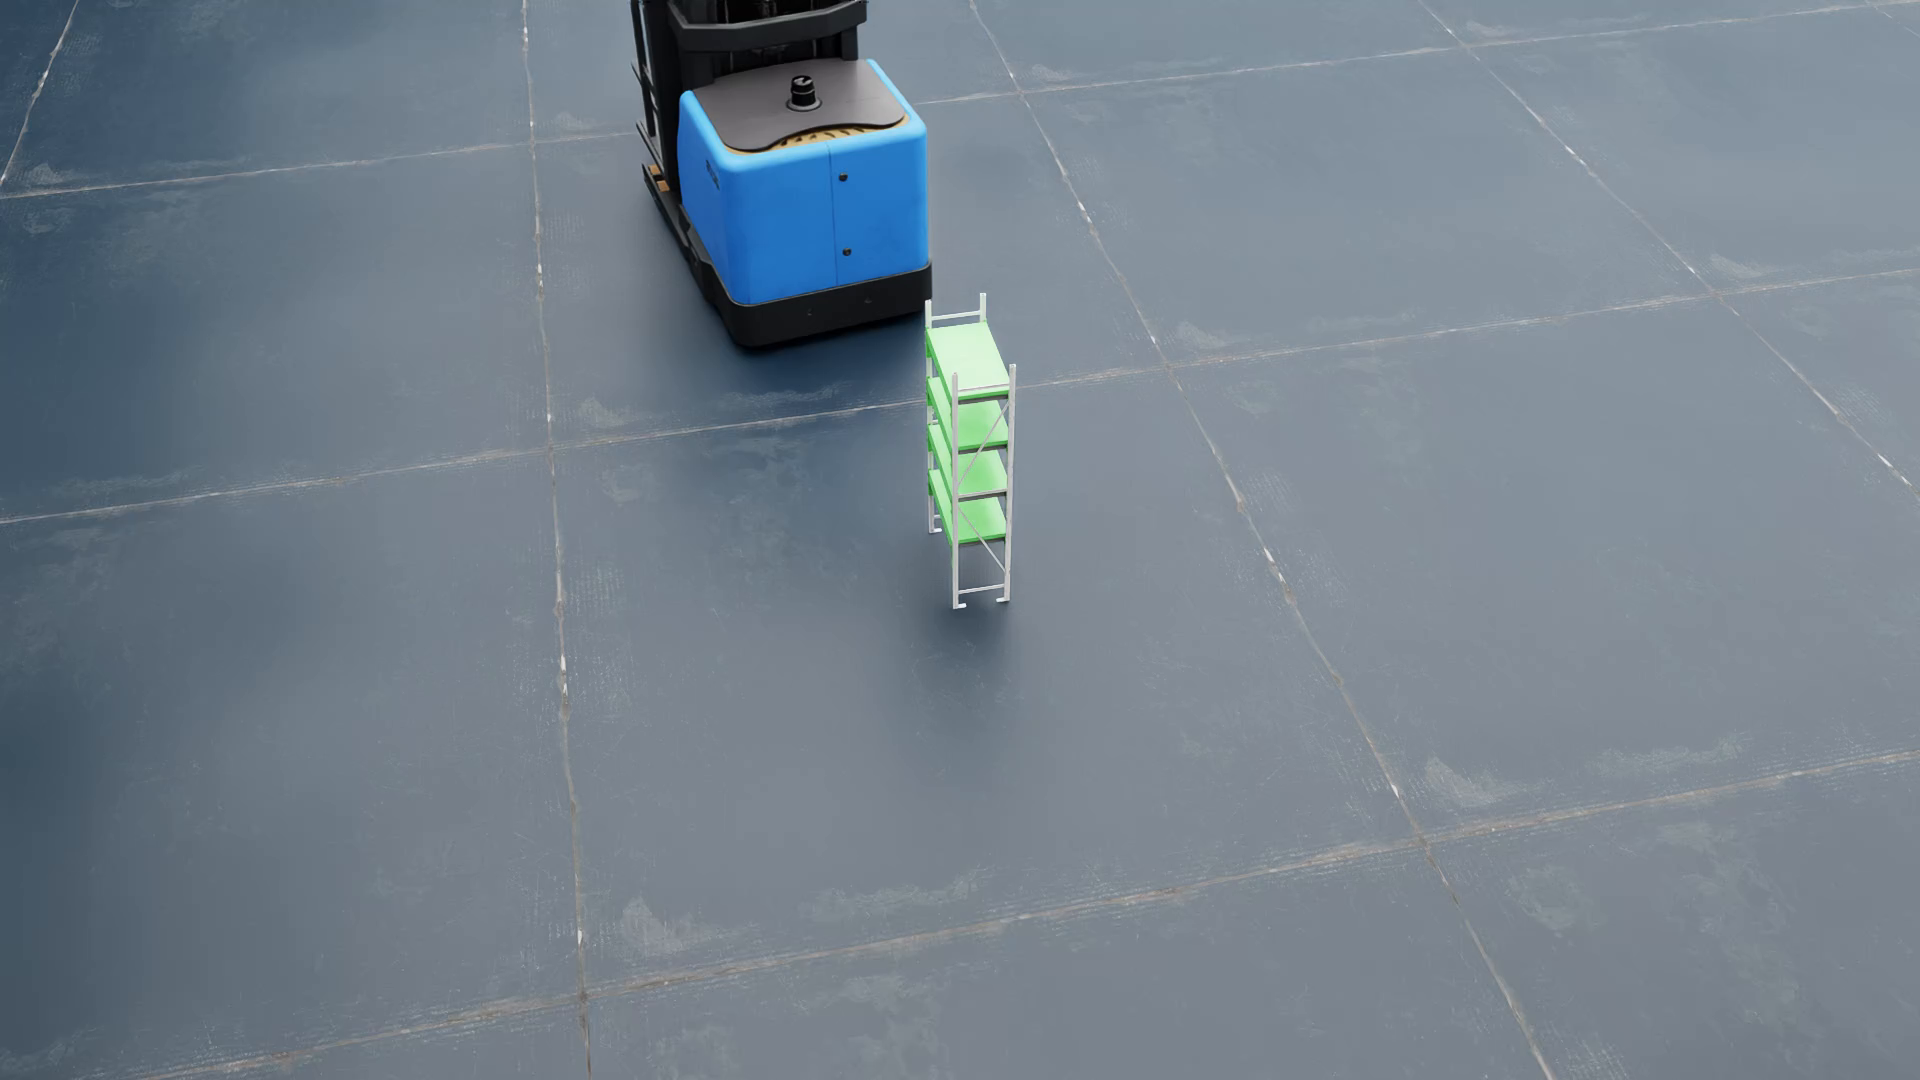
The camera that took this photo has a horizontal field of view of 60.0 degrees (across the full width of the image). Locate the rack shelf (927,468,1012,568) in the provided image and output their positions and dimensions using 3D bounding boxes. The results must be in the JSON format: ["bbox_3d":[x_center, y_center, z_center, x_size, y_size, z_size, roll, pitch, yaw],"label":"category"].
[{"bbox_3d":[0.036,-0.114,6.933,0.258,0.148,0.480,-8,42,-9],"label":"rack shelf"}]

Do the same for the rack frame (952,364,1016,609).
[{"bbox_3d":[0.088,-0.183,6.553,0.240,1.200,0.015,-8,42,-9],"label":"rack frame"}]

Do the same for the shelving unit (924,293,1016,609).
[{"bbox_3d":[0.036,-0.341,6.731,0.258,1.200,0.503,-8,42,-9],"label":"shelving unit"}]

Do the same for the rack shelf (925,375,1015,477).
[{"bbox_3d":[0.036,-0.473,6.614,0.258,0.148,0.480,-8,42,-9],"label":"rack shelf"}]

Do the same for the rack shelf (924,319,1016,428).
[{"bbox_3d":[0.036,-0.653,6.455,0.258,0.148,0.480,-8,42,-9],"label":"rack shelf"}]

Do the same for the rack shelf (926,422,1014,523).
[{"bbox_3d":[0.036,-0.294,6.773,0.258,0.148,0.480,-8,42,-9],"label":"rack shelf"}]

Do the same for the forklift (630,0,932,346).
[{"bbox_3d":[-1.154,-3.040,8.467,1.130,2.935,3.031,-15,44,-16],"label":"forklift"}]

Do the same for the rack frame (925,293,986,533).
[{"bbox_3d":[-0.017,-0.500,6.909,0.240,1.200,0.015,-8,42,-9],"label":"rack frame"}]
